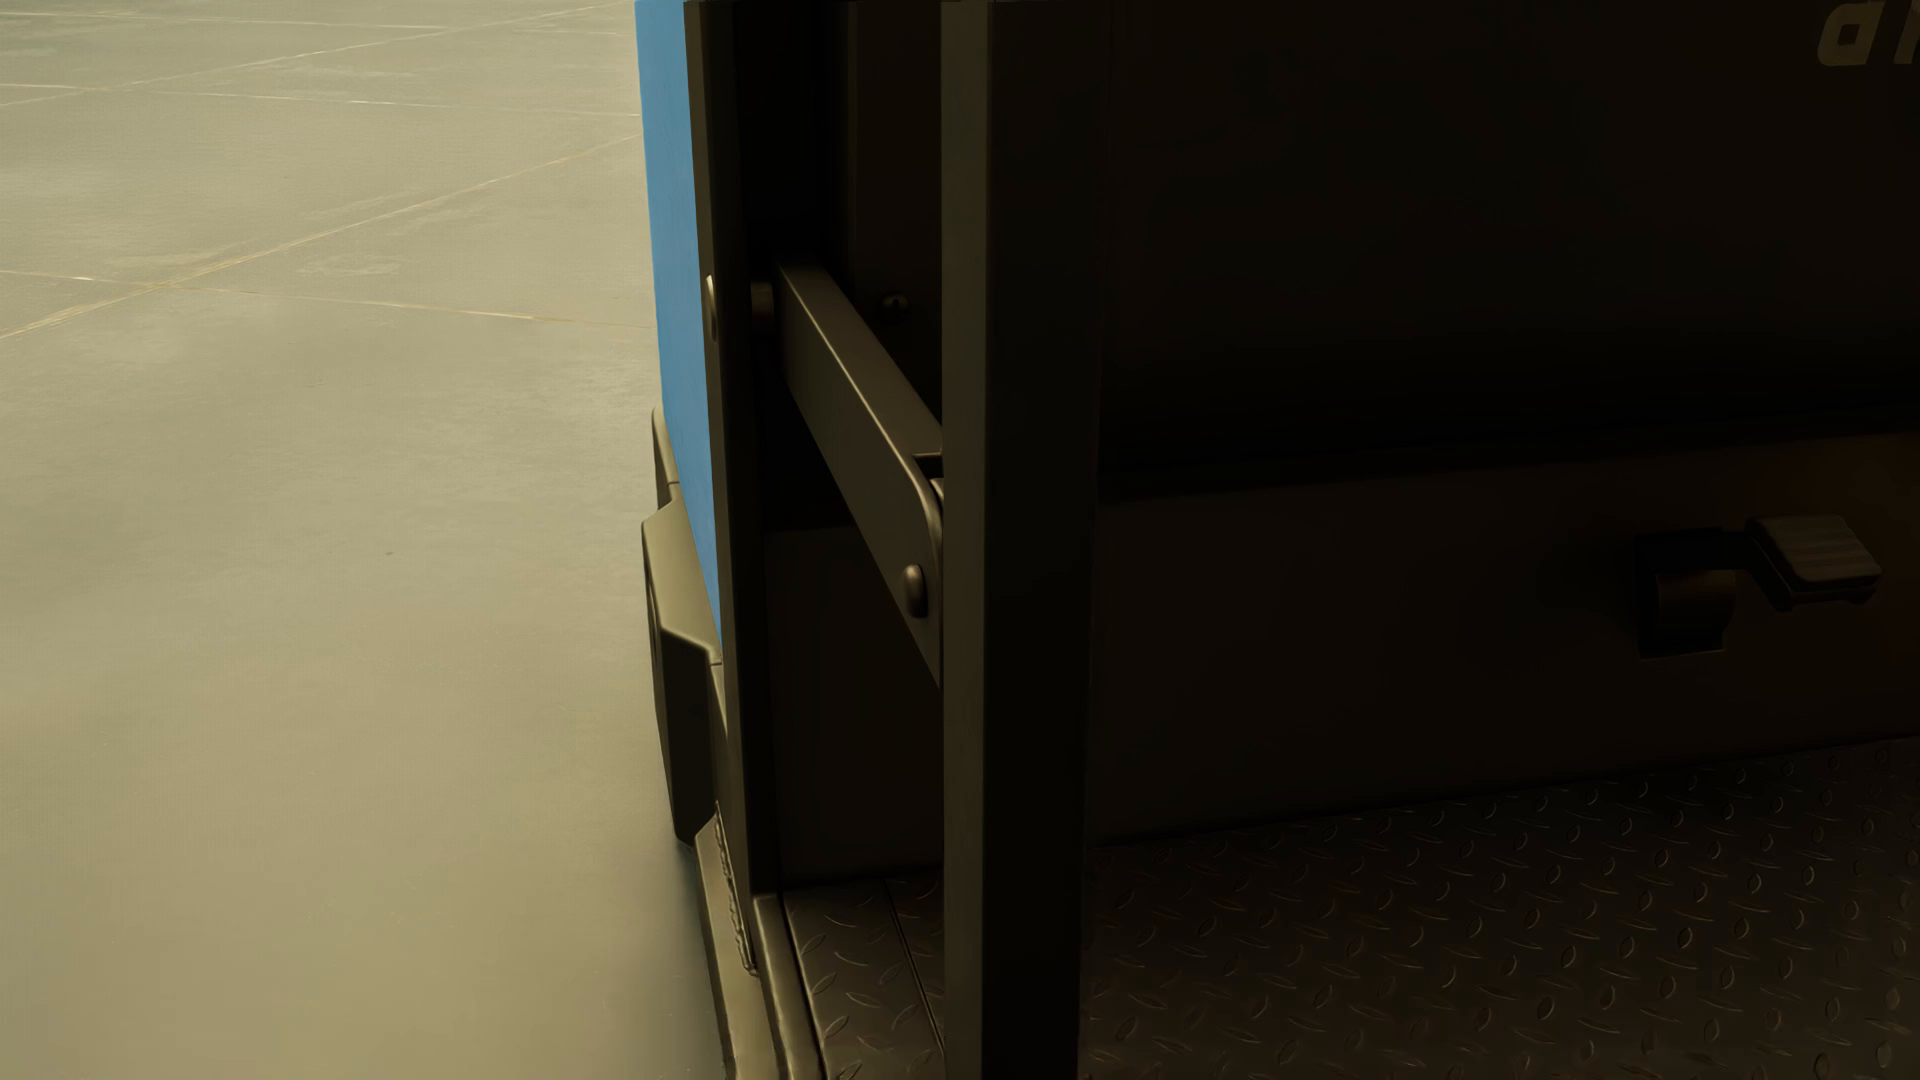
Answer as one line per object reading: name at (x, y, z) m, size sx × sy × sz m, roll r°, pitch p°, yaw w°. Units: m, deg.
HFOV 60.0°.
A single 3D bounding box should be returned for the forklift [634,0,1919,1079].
forklift at (0.434, -0.760, 0.620) m, size 1.130 × 2.935 × 3.031 m, roll -5°, pitch 23°, yaw -13°
